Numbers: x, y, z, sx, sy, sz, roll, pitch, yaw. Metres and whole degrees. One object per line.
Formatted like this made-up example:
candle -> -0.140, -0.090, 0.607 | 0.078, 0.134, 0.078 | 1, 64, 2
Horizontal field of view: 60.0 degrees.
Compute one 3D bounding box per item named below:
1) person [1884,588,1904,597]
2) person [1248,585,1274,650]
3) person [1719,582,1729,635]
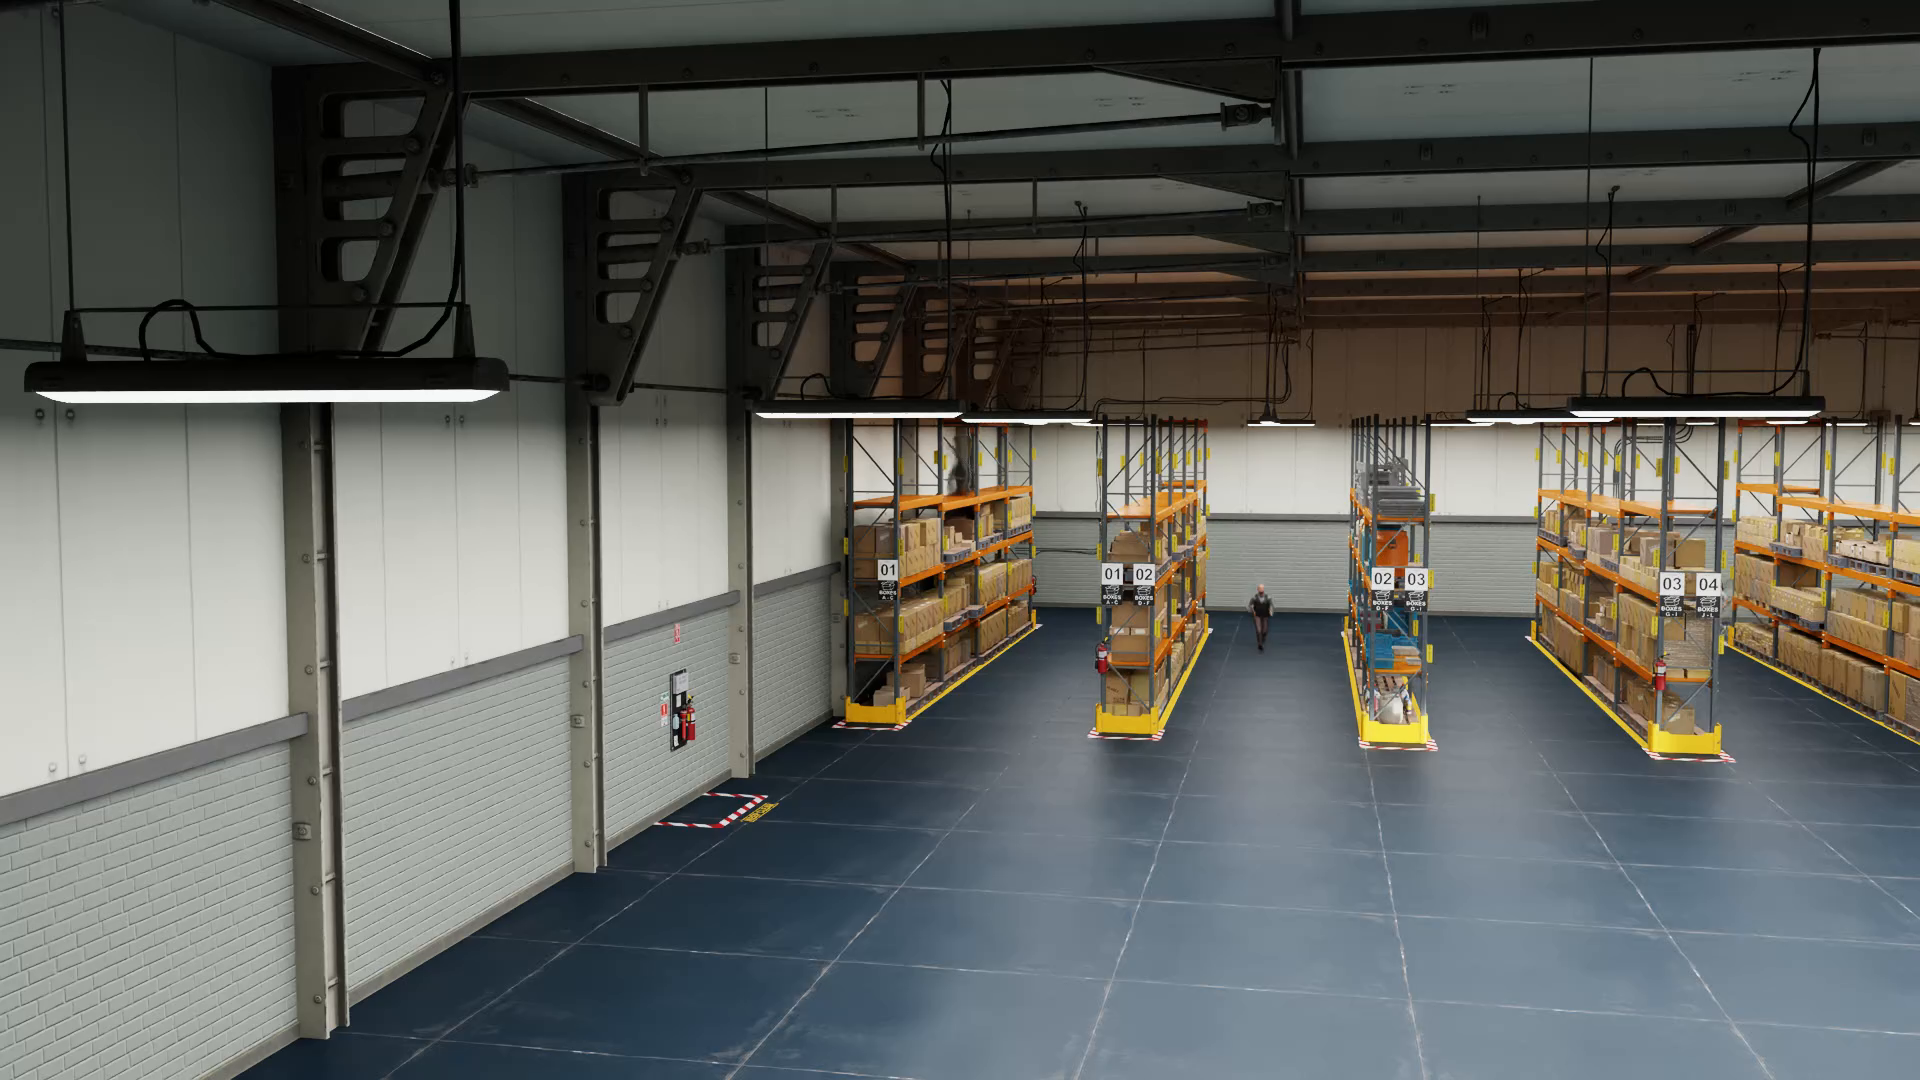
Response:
person -> 24.877, 1.874, 44.481 | 0.893, 1.738, 0.733 | 2, 4, 23
person -> 7.850, 2.006, 43.384 | 0.660, 1.684, 0.599 | 0, 4, 4
person -> 20.547, 1.933, 45.009 | 0.731, 1.680, 0.608 | -1, 4, -17
